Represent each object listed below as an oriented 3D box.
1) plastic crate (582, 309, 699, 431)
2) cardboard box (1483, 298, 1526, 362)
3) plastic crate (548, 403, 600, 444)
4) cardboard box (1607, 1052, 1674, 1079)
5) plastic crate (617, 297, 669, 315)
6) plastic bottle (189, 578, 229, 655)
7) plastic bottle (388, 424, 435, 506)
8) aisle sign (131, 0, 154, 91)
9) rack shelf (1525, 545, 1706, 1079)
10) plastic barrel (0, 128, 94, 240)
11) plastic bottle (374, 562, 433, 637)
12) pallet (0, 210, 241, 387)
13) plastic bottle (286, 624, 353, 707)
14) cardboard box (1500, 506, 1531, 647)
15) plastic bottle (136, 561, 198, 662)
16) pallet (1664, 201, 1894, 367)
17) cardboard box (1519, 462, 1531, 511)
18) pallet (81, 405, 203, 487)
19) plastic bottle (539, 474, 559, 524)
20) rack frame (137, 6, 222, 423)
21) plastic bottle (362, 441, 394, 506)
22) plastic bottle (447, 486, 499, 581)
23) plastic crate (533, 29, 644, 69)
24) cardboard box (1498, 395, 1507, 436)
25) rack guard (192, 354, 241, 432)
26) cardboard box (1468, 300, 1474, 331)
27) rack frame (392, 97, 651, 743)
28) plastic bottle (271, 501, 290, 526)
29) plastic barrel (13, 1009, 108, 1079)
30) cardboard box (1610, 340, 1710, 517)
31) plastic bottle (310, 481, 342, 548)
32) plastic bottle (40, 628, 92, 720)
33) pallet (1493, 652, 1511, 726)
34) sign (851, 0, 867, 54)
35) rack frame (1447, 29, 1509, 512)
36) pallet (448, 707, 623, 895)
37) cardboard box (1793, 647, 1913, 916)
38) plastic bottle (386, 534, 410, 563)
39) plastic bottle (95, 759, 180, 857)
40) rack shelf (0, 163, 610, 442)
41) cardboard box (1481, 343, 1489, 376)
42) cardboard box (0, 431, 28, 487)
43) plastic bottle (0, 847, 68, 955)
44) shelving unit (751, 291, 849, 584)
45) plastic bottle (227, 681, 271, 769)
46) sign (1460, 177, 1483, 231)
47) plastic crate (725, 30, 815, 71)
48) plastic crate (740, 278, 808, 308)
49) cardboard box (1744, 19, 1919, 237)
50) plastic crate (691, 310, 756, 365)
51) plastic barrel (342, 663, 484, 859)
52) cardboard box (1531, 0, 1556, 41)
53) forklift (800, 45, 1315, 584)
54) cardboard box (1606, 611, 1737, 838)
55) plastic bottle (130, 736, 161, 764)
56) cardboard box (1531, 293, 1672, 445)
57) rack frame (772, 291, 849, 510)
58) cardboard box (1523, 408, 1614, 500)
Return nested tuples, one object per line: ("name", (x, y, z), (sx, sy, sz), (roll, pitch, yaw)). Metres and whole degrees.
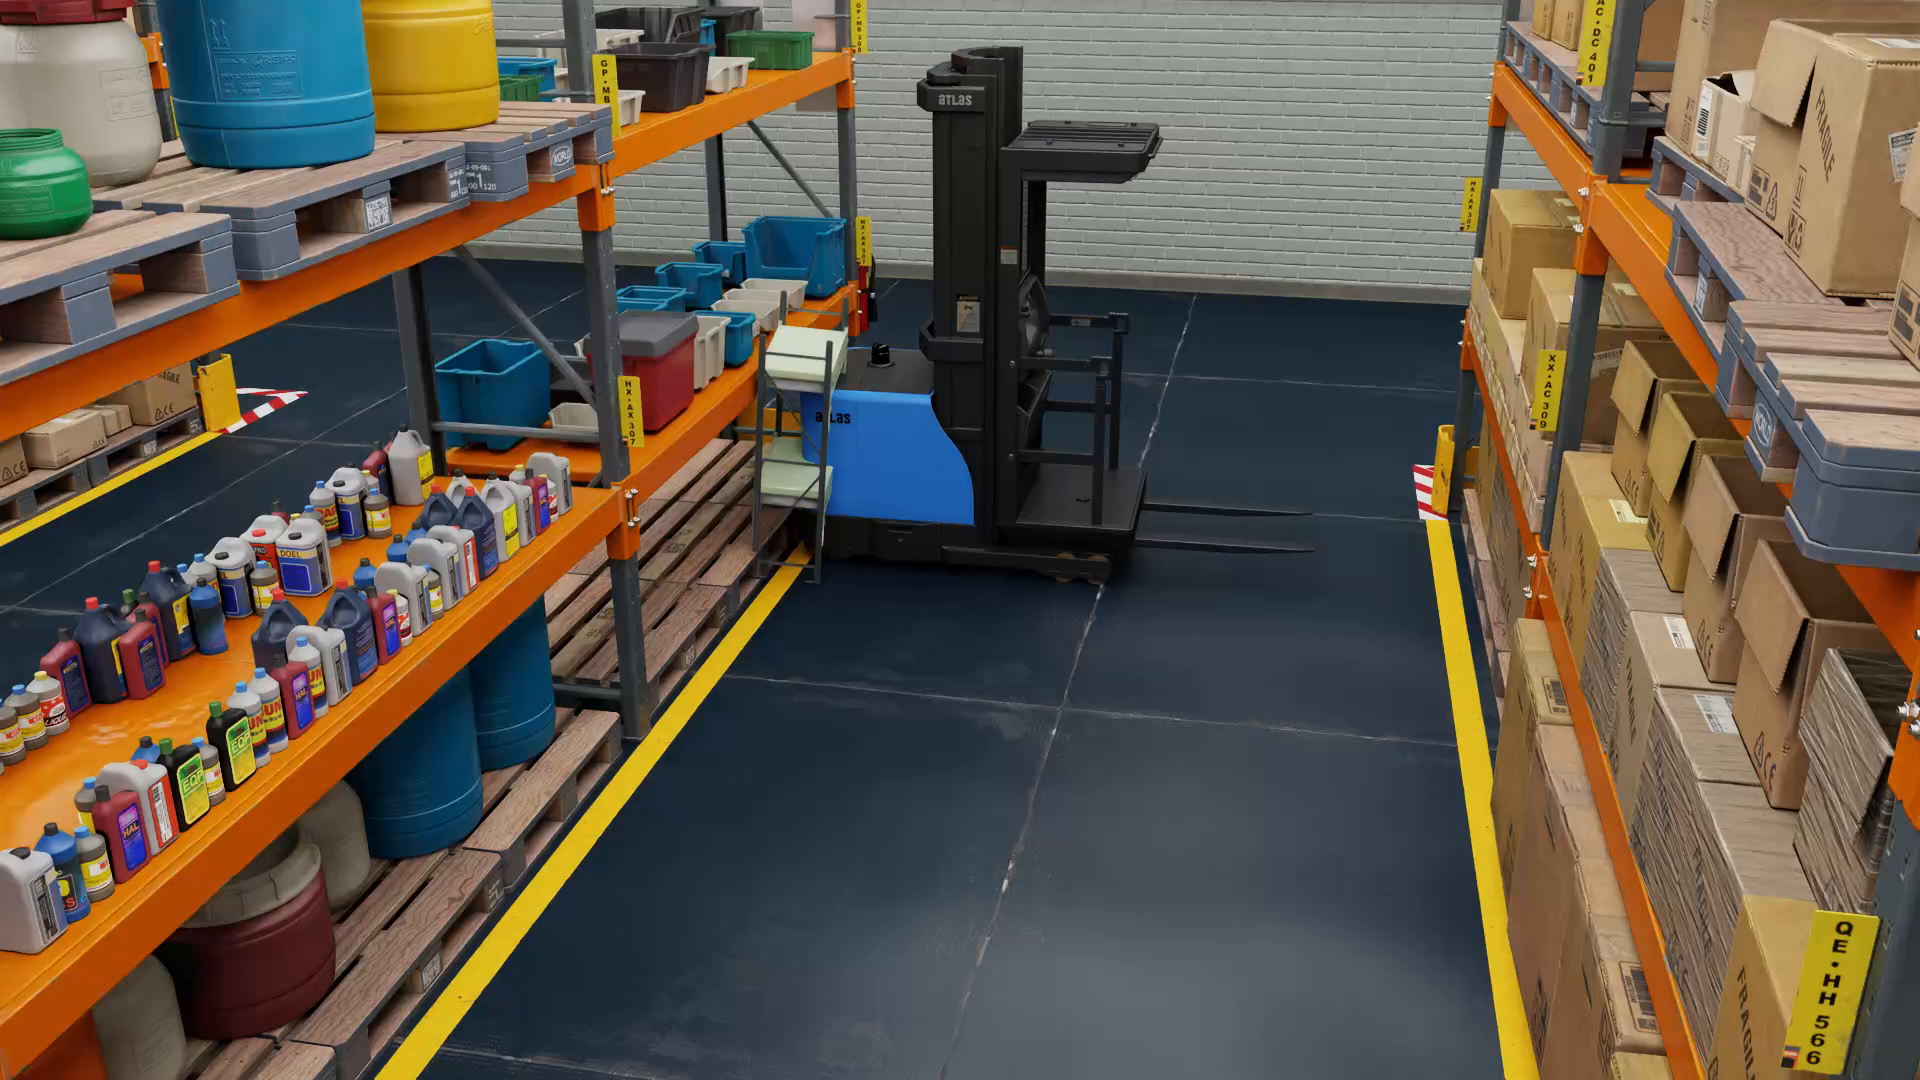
("plastic crate", (-1.570, -0.848, 8.278), (0.402, 0.464, 0.583), (4, 22, 11))
("cardboard box", (3.099, -1.108, 8.891), (0.500, 0.250, 0.500), (4, 22, 9))
("plastic crate", (-1.763, -0.548, 7.971), (0.396, 0.136, 0.243), (4, 22, 11))
("cardboard box", (2.196, 1.897, 3.909), (1.225, 0.875, 0.875), (3, 22, 8))
("plastic crate", (-1.884, -1.240, 9.560), (0.416, 0.233, 0.300), (4, 22, 11))
("plastic bottle", (-2.651, 0.263, 5.858), (0.097, 0.271, 0.097), (0, 22, 0))
("plastic bottle", (-2.395, -0.341, 7.252), (0.144, 0.351, 0.185), (4, 22, 11))
("aisle sign", (-5.716, -3.532, 11.629), (0.394, 0.787, 0.004), (4, 22, 11))
("rack shelf", (2.443, 0.960, 4.918), (1.077, 0.370, 4.000), (4, 22, 11))
("plastic barrel", (-2.373, -0.904, 4.214), (0.294, 0.245, 0.294), (0, 22, 0))
("plastic bottle", (-2.014, 0.195, 6.019), (0.152, 0.276, 0.135), (4, 22, 11))
("pallet", (-2.562, -0.596, 4.056), (1.003, 0.211, 1.213), (4, 22, 11))
("plastic bottle", (-2.126, 0.397, 5.520), (0.152, 0.276, 0.135), (4, 22, 11))
("cardboard box", (3.247, 0.121, 8.320), (0.875, 0.875, 0.875), (4, 22, 11))
("plastic bottle", (-2.778, 0.233, 5.826), (0.144, 0.351, 0.185), (4, 22, 11))
("pallet", (2.339, -0.595, 4.054), (1.003, 0.211, 1.213), (6, 23, 13))
("cardboard box", (2.645, -0.220, 7.220), (0.380, 0.149, 0.250), (5, 22, 12))
("pallet", (-6.207, -0.712, 11.839), (1.003, 0.211, 1.213), (4, 22, 11))
("plastic bottle", (-1.759, -0.178, 7.045), (0.097, 0.201, 0.097), (0, 22, 0))
("rack frame", (-6.030, -2.325, 12.111), (1.000, 3.000, 0.127), (4, 22, 11))
("plastic bottle", (-2.518, -0.279, 7.186), (0.061, 0.283, 0.133), (4, 22, 11))
("plastic bottle", (-1.903, -0.031, 6.482), (0.144, 0.351, 0.185), (4, 22, 11))
("plastic crate", (-1.936, -2.495, 8.678), (0.437, 0.282, 0.530), (4, 22, 11))
("cardboard box", (2.854, -0.595, 8.153), (0.380, 0.149, 0.250), (4, 22, 10))
("rack guard", (-6.046, -1.138, 12.509), (1.175, 0.500, 0.348), (4, 22, 11))
("cardboard box", (3.272, -1.347, 10.020), (0.380, 0.149, 0.250), (5, 22, 12))
("rack frame", (-1.998, -0.483, 7.538), (1.000, 3.000, 0.127), (4, 22, 11))
("plastic bottle", (-2.672, -0.003, 6.501), (0.061, 0.283, 0.133), (4, 22, 11))
("plastic barrel", (-2.731, 1.612, 4.680), (0.600, 0.830, 0.708), (4, 22, 11))
("cardboard box", (2.729, -0.383, 5.813), (0.797, 0.503, 0.637), (4, 22, 10))
("plastic bottle", (-2.591, -0.109, 6.781), (0.097, 0.271, 0.097), (0, 22, 0))
("plastic bottle", (-2.916, 0.436, 5.413), (0.061, 0.283, 0.133), (4, 22, 11))
("pallet", (3.083, 0.916, 7.797), (1.003, 0.211, 1.213), (4, 22, 11))
("sign", (-0.640, -3.253, 10.540), (0.100, 0.325, 0.005), (4, 22, 11))
("rack frame", (3.667, -1.568, 10.233), (1.000, 3.000, 0.127), (4, 22, 11))
("pallet", (-2.196, 1.089, 7.366), (1.003, 0.211, 1.213), (4, 22, 11))
("cardboard box", (2.200, 0.580, 3.423), (0.797, 0.503, 0.637), (5, 23, 13))
("plastic bottle", (-2.093, 0.110, 6.238), (0.097, 0.271, 0.097), (0, 22, 0))
("plastic bottle", (-2.315, 0.735, 4.680), (0.152, 0.276, 0.135), (4, 22, 11))
("rack shelf", (-2.406, -0.809, 5.296), (1.077, 0.370, 4.000), (4, 22, 11))
("cardboard box", (3.064, -0.971, 9.086), (0.380, 0.149, 0.250), (4, 22, 10))
("cardboard box", (-6.468, -0.596, 10.570), (0.797, 0.503, 0.637), (4, 22, 11))
("plastic bottle", (-2.409, 0.904, 4.260), (0.152, 0.276, 0.135), (4, 22, 11))
("shelving unit", (-0.931, -0.598, 9.690), (0.431, 1.500, 0.755), (6, 27, 1))
("plastic bottle", (-2.190, 0.563, 5.112), (0.097, 0.271, 0.097), (0, 22, 0))
("sign", (3.125, -2.051, 10.167), (0.100, 0.325, 0.005), (4, 22, 11))
("plastic crate", (-1.103, -2.857, 9.700), (0.450, 0.188, 0.336), (4, 22, 11))
("plastic crate", (-1.171, -1.539, 10.433), (0.396, 0.136, 0.243), (4, 22, 11))
("cardboard box", (2.431, -1.025, 4.169), (0.797, 0.503, 0.637), (4, 22, 10))
("plastic crate", (-1.350, -1.125, 9.277), (0.416, 0.233, 0.300), (4, 22, 11))
("plastic barrel", (-2.270, 0.752, 6.717), (0.600, 0.901, 0.708), (4, 22, 11))
("cardboard box", (3.381, -2.856, 8.586), (0.700, 0.500, 0.500), (4, 22, 9))
("forklift", (0.619, -1.316, 9.699), (3.031, 2.935, 1.130), (4, 22, 10))
("cardboard box", (2.208, 0.554, 4.830), (0.500, 0.500, 0.500), (5, 22, 12))
("plastic bottle", (-2.324, 0.692, 4.793), (0.097, 0.271, 0.097), (0, 22, 0))
("cardboard box", (2.683, -0.710, 6.901), (0.500, 0.500, 0.500), (5, 22, 12))
("rack frame", (-0.908, -0.764, 10.016), (0.400, 1.500, 0.023), (6, 27, 1))
("cardboard box", (2.684, -0.355, 7.023), (0.500, 0.250, 0.500), (4, 22, 10))
